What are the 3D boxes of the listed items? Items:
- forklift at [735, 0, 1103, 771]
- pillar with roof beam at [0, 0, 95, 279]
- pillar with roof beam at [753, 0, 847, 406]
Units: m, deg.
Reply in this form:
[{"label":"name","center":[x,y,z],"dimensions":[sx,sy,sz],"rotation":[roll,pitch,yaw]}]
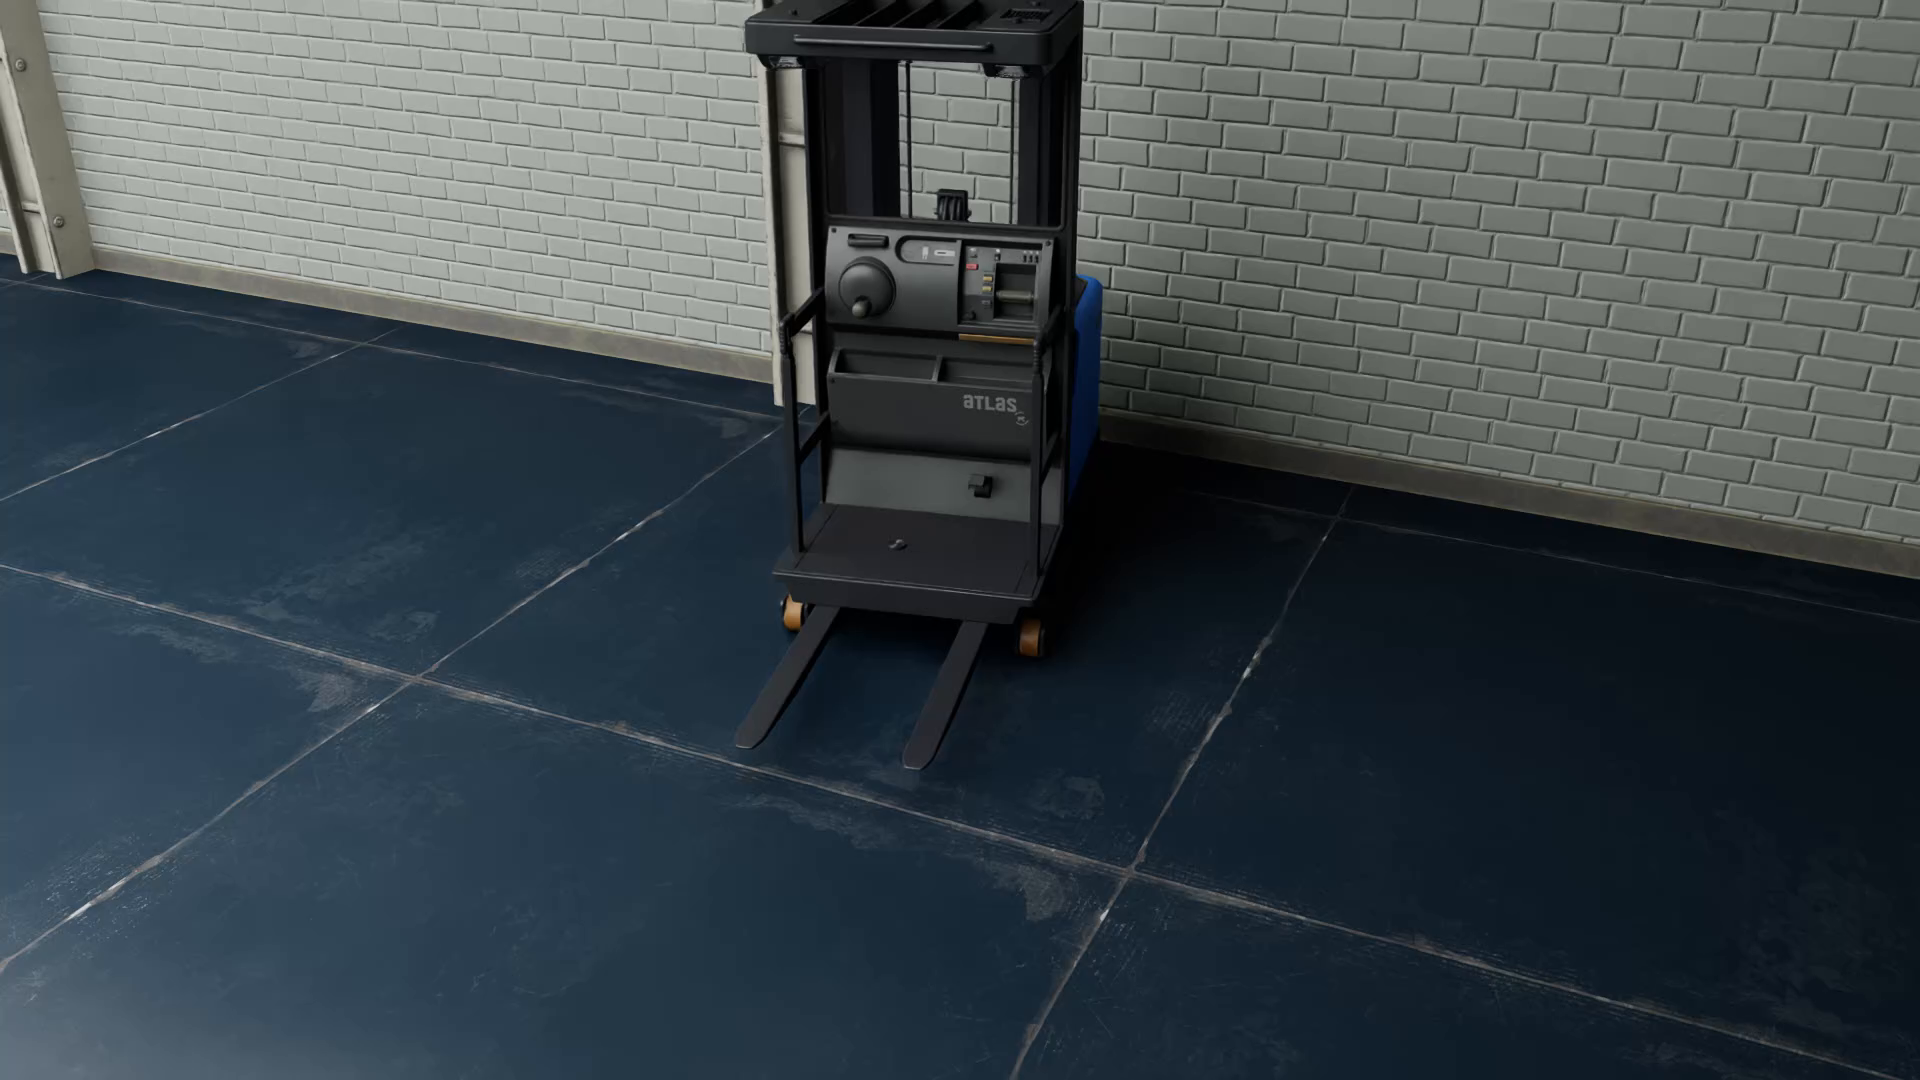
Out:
[{"label":"forklift","center":[-0.130,-1.017,6.498],"dimensions":[1.130,2.935,3.031],"rotation":[6,27,11]},{"label":"pillar with roof beam","center":[-8.040,-4.186,6.065],"dimensions":[0.400,9.000,9.100],"rotation":[11,28,22]},{"label":"pillar with roof beam","center":[-2.578,-3.089,3.837],"dimensions":[0.400,9.000,9.100],"rotation":[11,28,22]}]
